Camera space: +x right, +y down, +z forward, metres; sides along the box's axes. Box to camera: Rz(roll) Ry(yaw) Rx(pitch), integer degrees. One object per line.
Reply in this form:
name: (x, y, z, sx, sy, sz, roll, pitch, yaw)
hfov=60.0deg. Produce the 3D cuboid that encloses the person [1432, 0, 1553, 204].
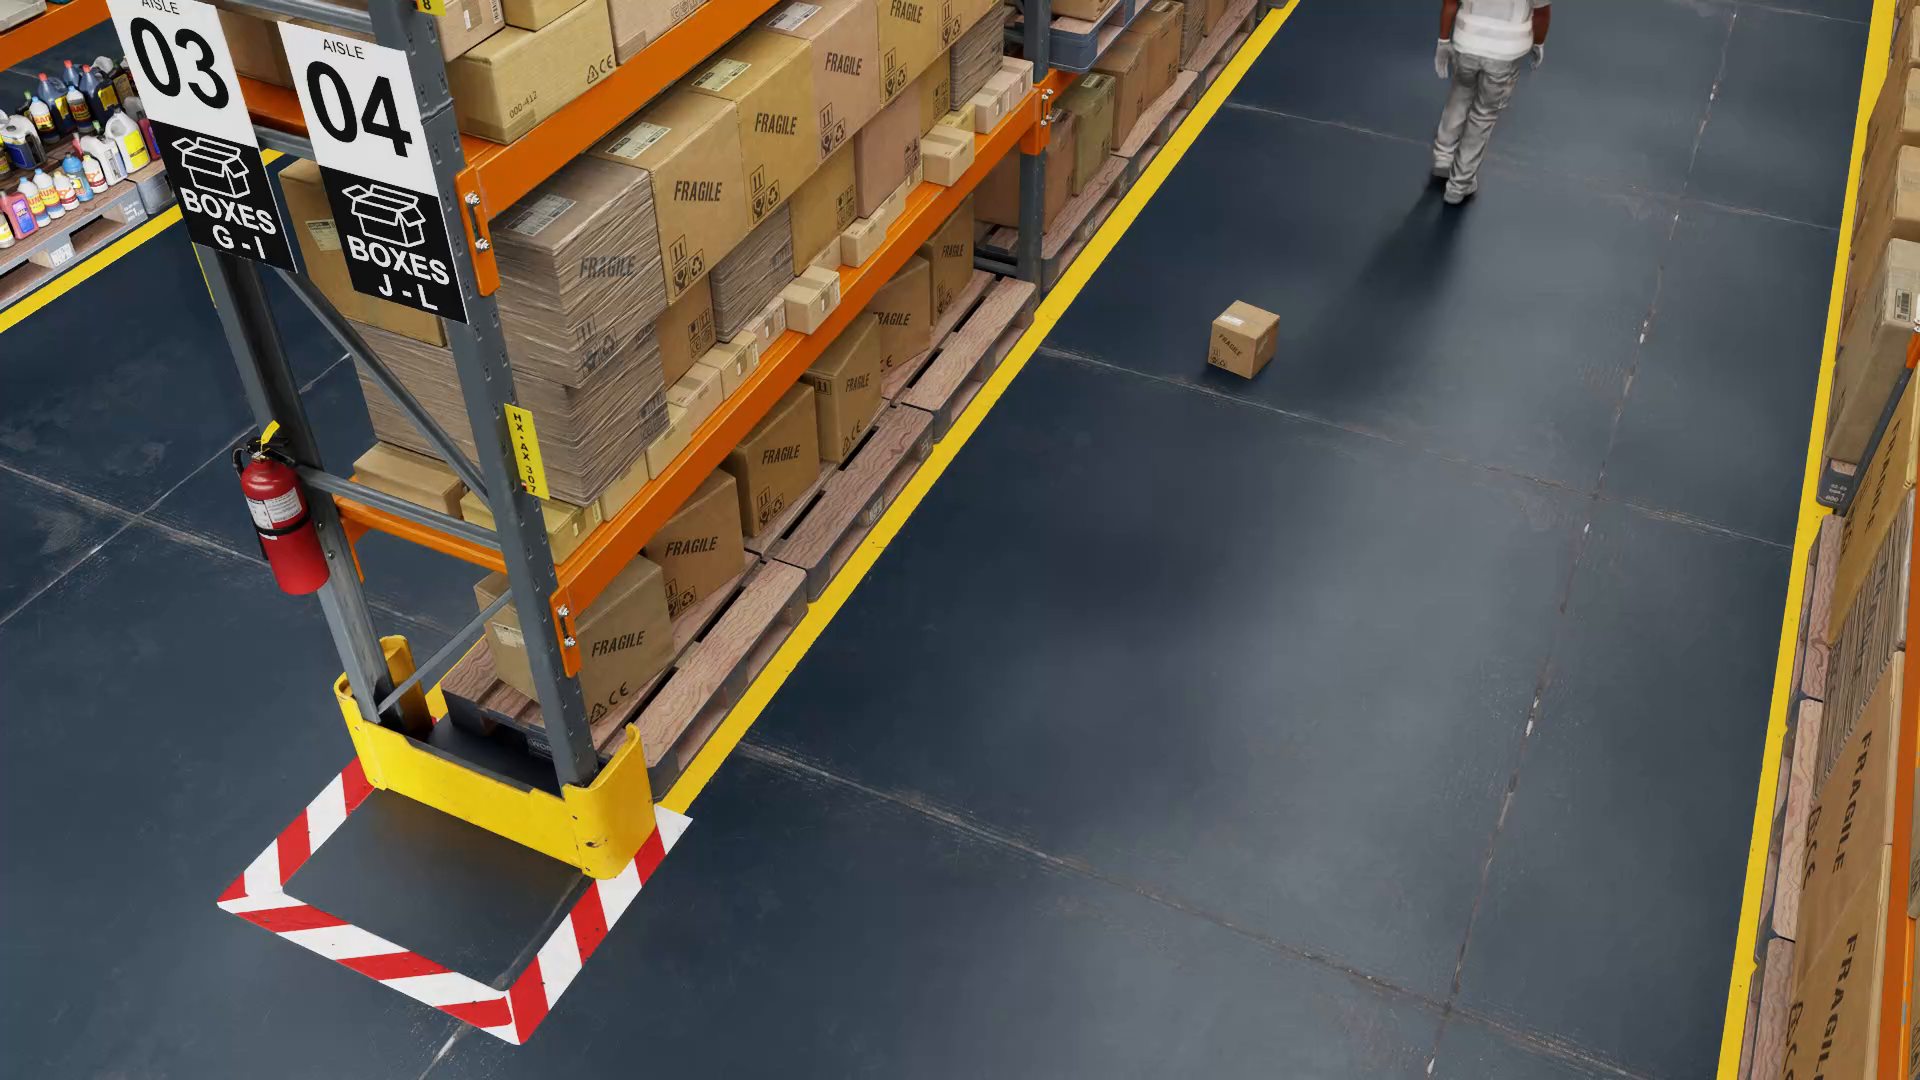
person: (2.949, -2.727, 9.219, 0.544, 1.826, 0.488, 25, 47, 25)
